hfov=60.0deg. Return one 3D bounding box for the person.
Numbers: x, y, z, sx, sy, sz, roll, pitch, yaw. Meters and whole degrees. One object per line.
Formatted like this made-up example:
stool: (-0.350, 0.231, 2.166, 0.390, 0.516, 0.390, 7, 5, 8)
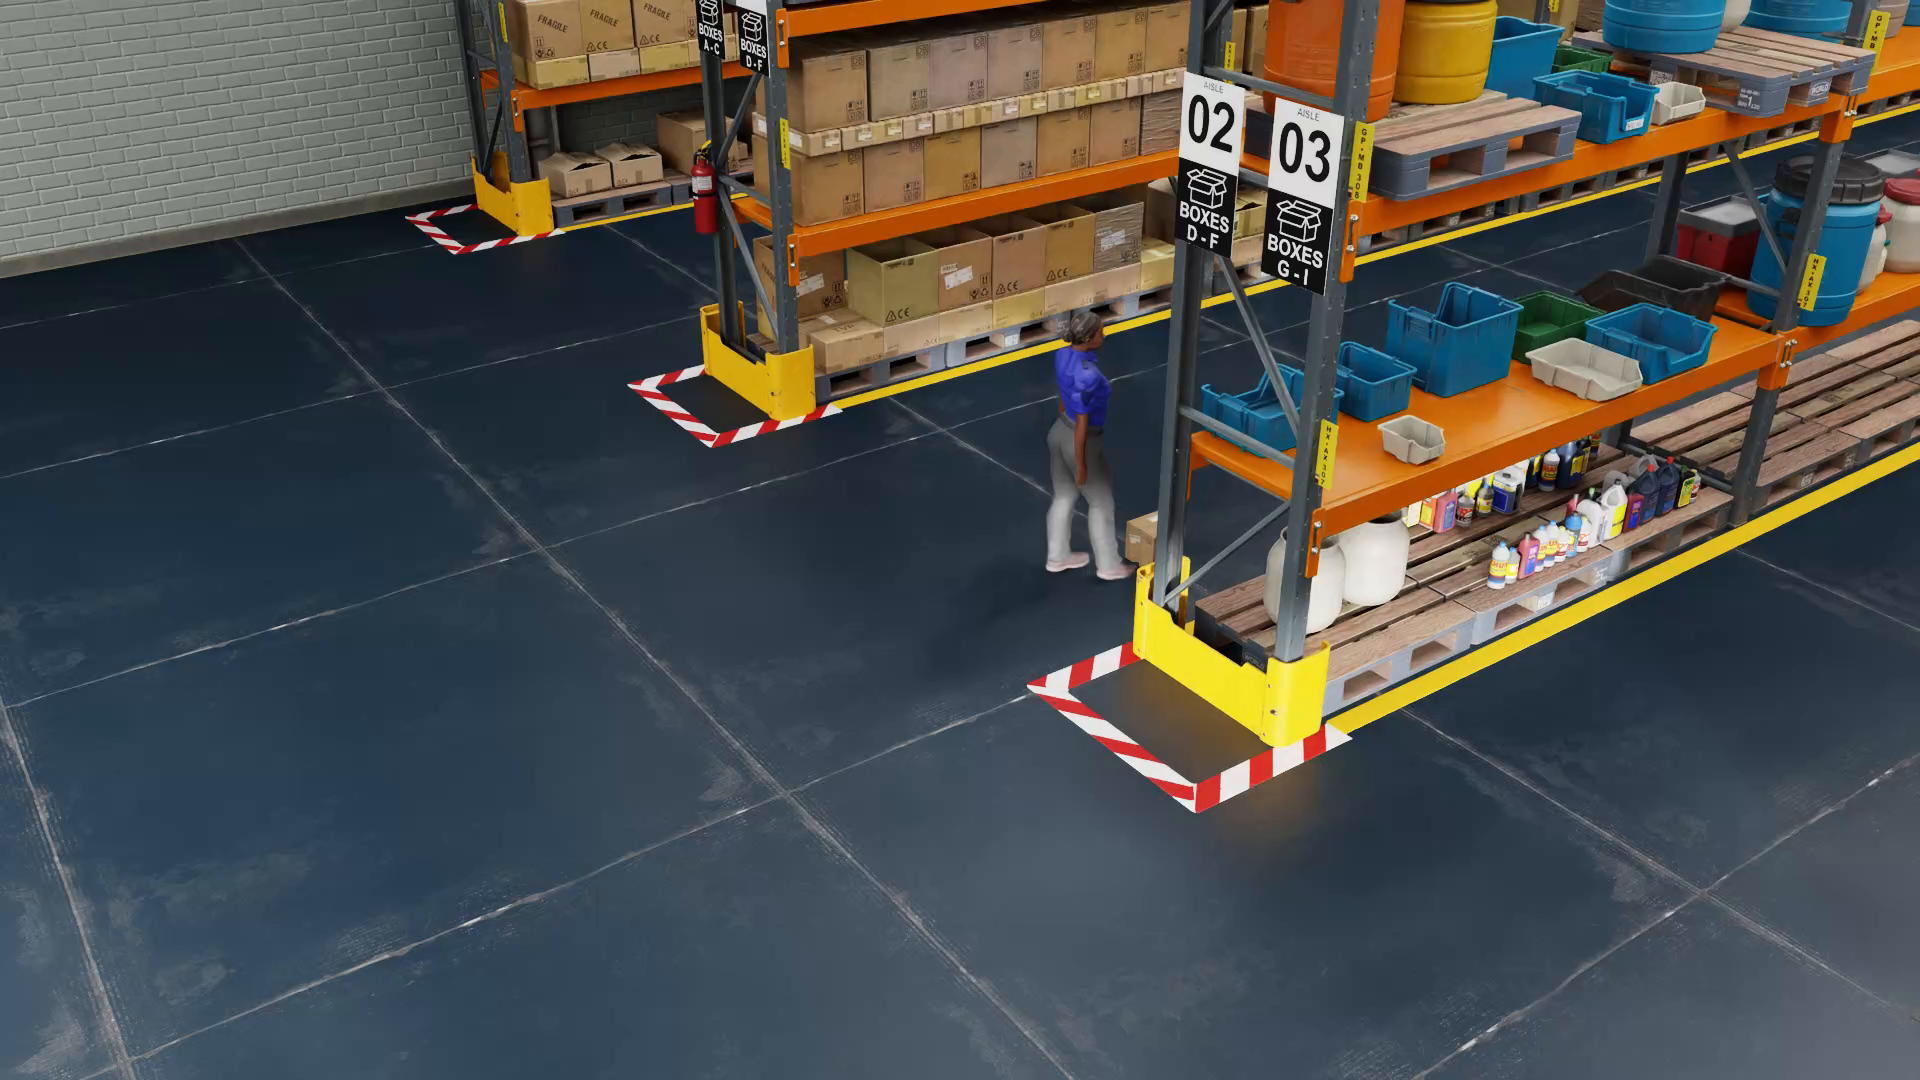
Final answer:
person: (0.772, -0.562, 9.658, 0.523, 1.675, 0.469, -12, 31, -21)
